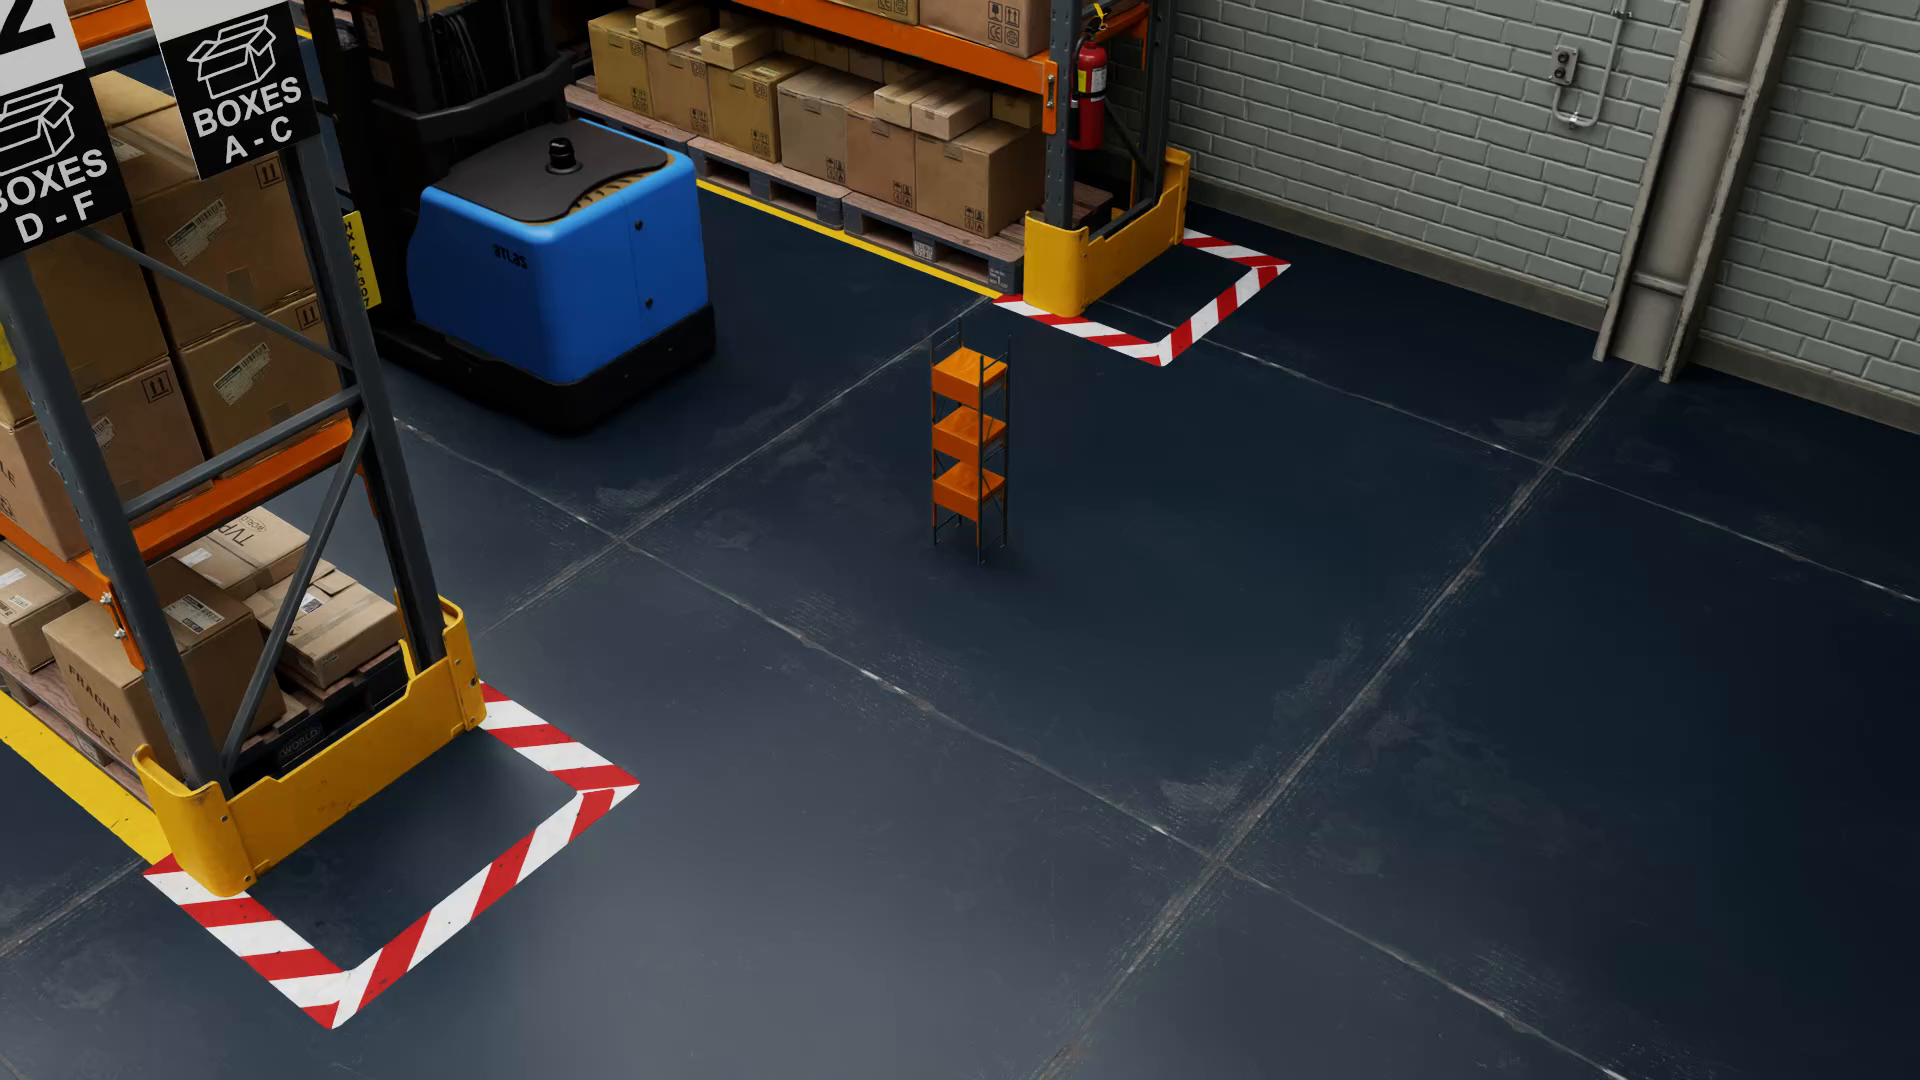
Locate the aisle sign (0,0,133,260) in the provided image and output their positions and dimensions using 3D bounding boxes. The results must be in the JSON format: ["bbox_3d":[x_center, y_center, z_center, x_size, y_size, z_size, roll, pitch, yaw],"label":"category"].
[{"bbox_3d":[-2.356,-1.112,4.128,0.004,0.787,0.394,25,45,29],"label":"aisle sign"}]

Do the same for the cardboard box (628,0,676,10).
[{"bbox_3d":[-1.857,-3.446,10.380,0.250,0.149,0.380,25,44,28],"label":"cardboard box"}]

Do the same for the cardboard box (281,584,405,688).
[{"bbox_3d":[-2.348,0.361,6.312,0.250,0.149,0.380,25,45,29],"label":"cardboard box"}]

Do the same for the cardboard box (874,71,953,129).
[{"bbox_3d":[-0.250,-2.395,9.036,0.250,0.149,0.380,26,45,30],"label":"cardboard box"}]

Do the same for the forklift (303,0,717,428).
[{"bbox_3d":[-2.719,-2.409,7.950,3.031,2.935,1.130,24,44,28],"label":"forklift"}]

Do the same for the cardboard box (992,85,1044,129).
[{"bbox_3d":[0.387,-2.391,9.032,0.250,0.149,0.380,26,45,29],"label":"cardboard box"}]

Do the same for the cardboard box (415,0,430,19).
[{"bbox_3d":[-3.698,-4.019,11.353,0.750,0.750,0.750,27,45,30],"label":"cardboard box"}]

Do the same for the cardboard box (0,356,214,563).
[{"bbox_3d":[-2.745,-0.337,5.167,0.500,0.500,0.500,27,45,30],"label":"cardboard box"}]

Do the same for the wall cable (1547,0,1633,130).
[{"bbox_3d":[2.374,-3.074,7.919,1.851,1.984,0.084,25,45,29],"label":"wall cable"}]

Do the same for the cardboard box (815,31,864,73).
[{"bbox_3d":[-0.622,-2.865,9.637,0.250,0.149,0.380,26,45,29],"label":"cardboard box"}]

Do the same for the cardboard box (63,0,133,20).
[{"bbox_3d":[-2.478,-1.703,4.680,0.500,0.250,0.500,25,45,29],"label":"cardboard box"}]

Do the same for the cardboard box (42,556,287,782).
[{"bbox_3d":[-2.806,0.464,5.894,0.500,0.500,0.500,25,45,29],"label":"cardboard box"}]

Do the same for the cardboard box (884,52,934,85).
[{"bbox_3d":[-0.215,-2.675,9.394,0.250,0.149,0.380,26,45,29],"label":"cardboard box"}]

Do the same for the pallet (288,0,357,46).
[{"bbox_3d":[-4.027,-3.799,11.932,1.213,0.211,1.003,25,45,29],"label":"pallet"}]

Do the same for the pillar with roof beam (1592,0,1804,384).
[{"bbox_3d":[0.837,-2.357,2.961,0.400,9.000,9.100,25,45,29],"label":"pillar with roof beam"}]

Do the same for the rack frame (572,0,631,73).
[{"bbox_3d":[-2.395,-4.189,10.167,0.127,3.000,1.000,25,45,29],"label":"rack frame"}]

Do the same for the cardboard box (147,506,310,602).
[{"bbox_3d":[-2.881,0.116,6.542,0.500,0.250,0.500,25,45,29],"label":"cardboard box"}]

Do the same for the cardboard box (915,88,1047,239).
[{"bbox_3d":[0.166,-2.085,9.167,0.500,0.500,0.700,25,45,29],"label":"cardboard box"}]

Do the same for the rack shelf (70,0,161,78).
[{"bbox_3d":[-3.813,-1.910,5.407,4.000,0.370,1.077,25,45,29],"label":"rack shelf"}]

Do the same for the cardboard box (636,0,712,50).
[{"bbox_3d":[-1.702,-3.077,9.908,0.250,0.149,0.380,27,45,30],"label":"cardboard box"}]

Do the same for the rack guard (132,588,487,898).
[{"bbox_3d":[-2.284,0.692,5.960,0.348,0.500,1.175,25,45,29],"label":"rack guard"}]

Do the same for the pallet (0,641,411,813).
[{"bbox_3d":[-2.918,0.508,6.430,1.213,0.211,1.003,25,45,29],"label":"pallet"}]

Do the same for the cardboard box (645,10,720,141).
[{"bbox_3d":[-1.466,-2.850,10.144,0.500,0.500,0.700,25,44,28],"label":"cardboard box"}]

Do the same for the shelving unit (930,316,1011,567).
[{"bbox_3d":[0.043,-0.393,6.901,0.252,1.050,0.215,25,45,29],"label":"shelving unit"}]

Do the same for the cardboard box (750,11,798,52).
[{"bbox_3d":[-1.028,-3.057,9.882,0.250,0.149,0.380,26,45,29],"label":"cardboard box"}]

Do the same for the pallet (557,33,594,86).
[{"bbox_3d":[-3.053,-3.343,11.348,1.213,0.211,1.003,25,45,29],"label":"pallet"}]

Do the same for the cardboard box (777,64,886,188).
[{"bbox_3d":[-0.632,-2.460,9.646,0.500,0.500,0.700,24,44,27],"label":"cardboard box"}]

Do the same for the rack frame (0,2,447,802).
[{"bbox_3d":[-2.224,-0.264,5.153,0.127,3.000,1.000,25,45,29],"label":"rack frame"}]

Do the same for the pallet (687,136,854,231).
[{"bbox_3d":[-0.865,-2.311,10.030,1.213,0.211,1.003,25,45,29],"label":"pallet"}]

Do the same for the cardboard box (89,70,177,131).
[{"bbox_3d":[-2.836,-1.184,5.437,0.500,0.500,0.500,26,45,29],"label":"cardboard box"}]

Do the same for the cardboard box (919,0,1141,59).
[{"bbox_3d":[0.371,-2.995,8.399,0.700,0.700,0.980,27,46,30],"label":"cardboard box"}]

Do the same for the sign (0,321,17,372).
[{"bbox_3d":[-2.577,-0.580,4.362,0.005,0.325,0.100,25,45,29],"label":"sign"}]

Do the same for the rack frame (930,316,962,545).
[{"bbox_3d":[-0.054,-0.439,6.959,0.008,1.050,0.200,25,45,29],"label":"rack frame"}]

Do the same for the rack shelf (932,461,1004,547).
[{"bbox_3d":[0.043,-0.166,7.079,0.240,0.259,0.215,25,45,29],"label":"rack shelf"}]
